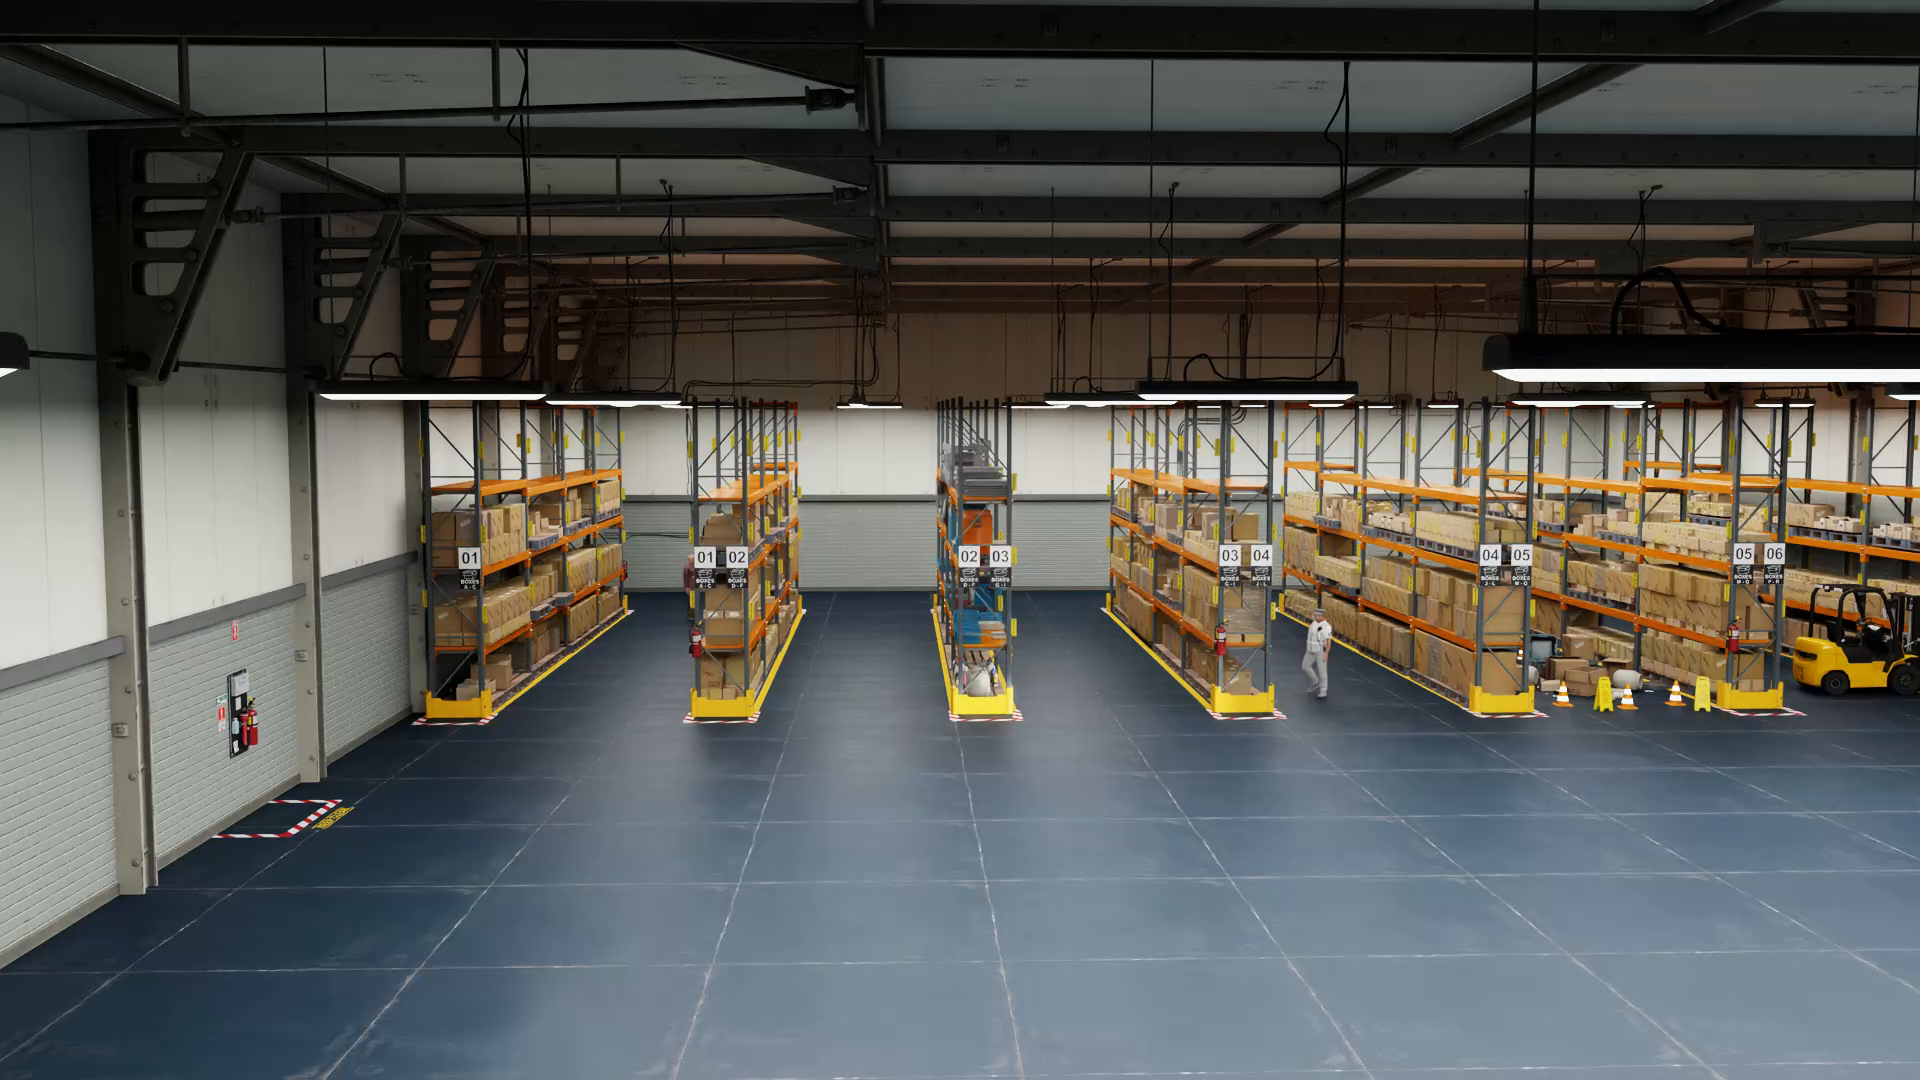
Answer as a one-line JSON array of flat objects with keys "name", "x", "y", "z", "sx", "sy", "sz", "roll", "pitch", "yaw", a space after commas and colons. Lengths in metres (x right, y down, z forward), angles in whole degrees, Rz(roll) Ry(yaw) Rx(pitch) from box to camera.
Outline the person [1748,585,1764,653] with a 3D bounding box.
[{"name": "person", "x": 18.308, "y": 1.896, "z": 38.392, "sx": 0.605, "sy": 1.749, "sz": 0.689, "roll": -1, "pitch": 5, "yaw": -14}]

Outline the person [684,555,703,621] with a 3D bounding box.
[{"name": "person", "x": -7.279, "y": 1.311, "z": 45.724, "sx": 0.515, "sy": 1.789, "sz": 0.626, "roll": 1, "pitch": 5, "yaw": 11}]

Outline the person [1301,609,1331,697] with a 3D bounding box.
[{"name": "person", "x": 7.217, "y": 2.257, "z": 33.553, "sx": 0.486, "sy": 1.768, "sz": 0.628, "roll": -4, "pitch": 6, "yaw": -41}]
